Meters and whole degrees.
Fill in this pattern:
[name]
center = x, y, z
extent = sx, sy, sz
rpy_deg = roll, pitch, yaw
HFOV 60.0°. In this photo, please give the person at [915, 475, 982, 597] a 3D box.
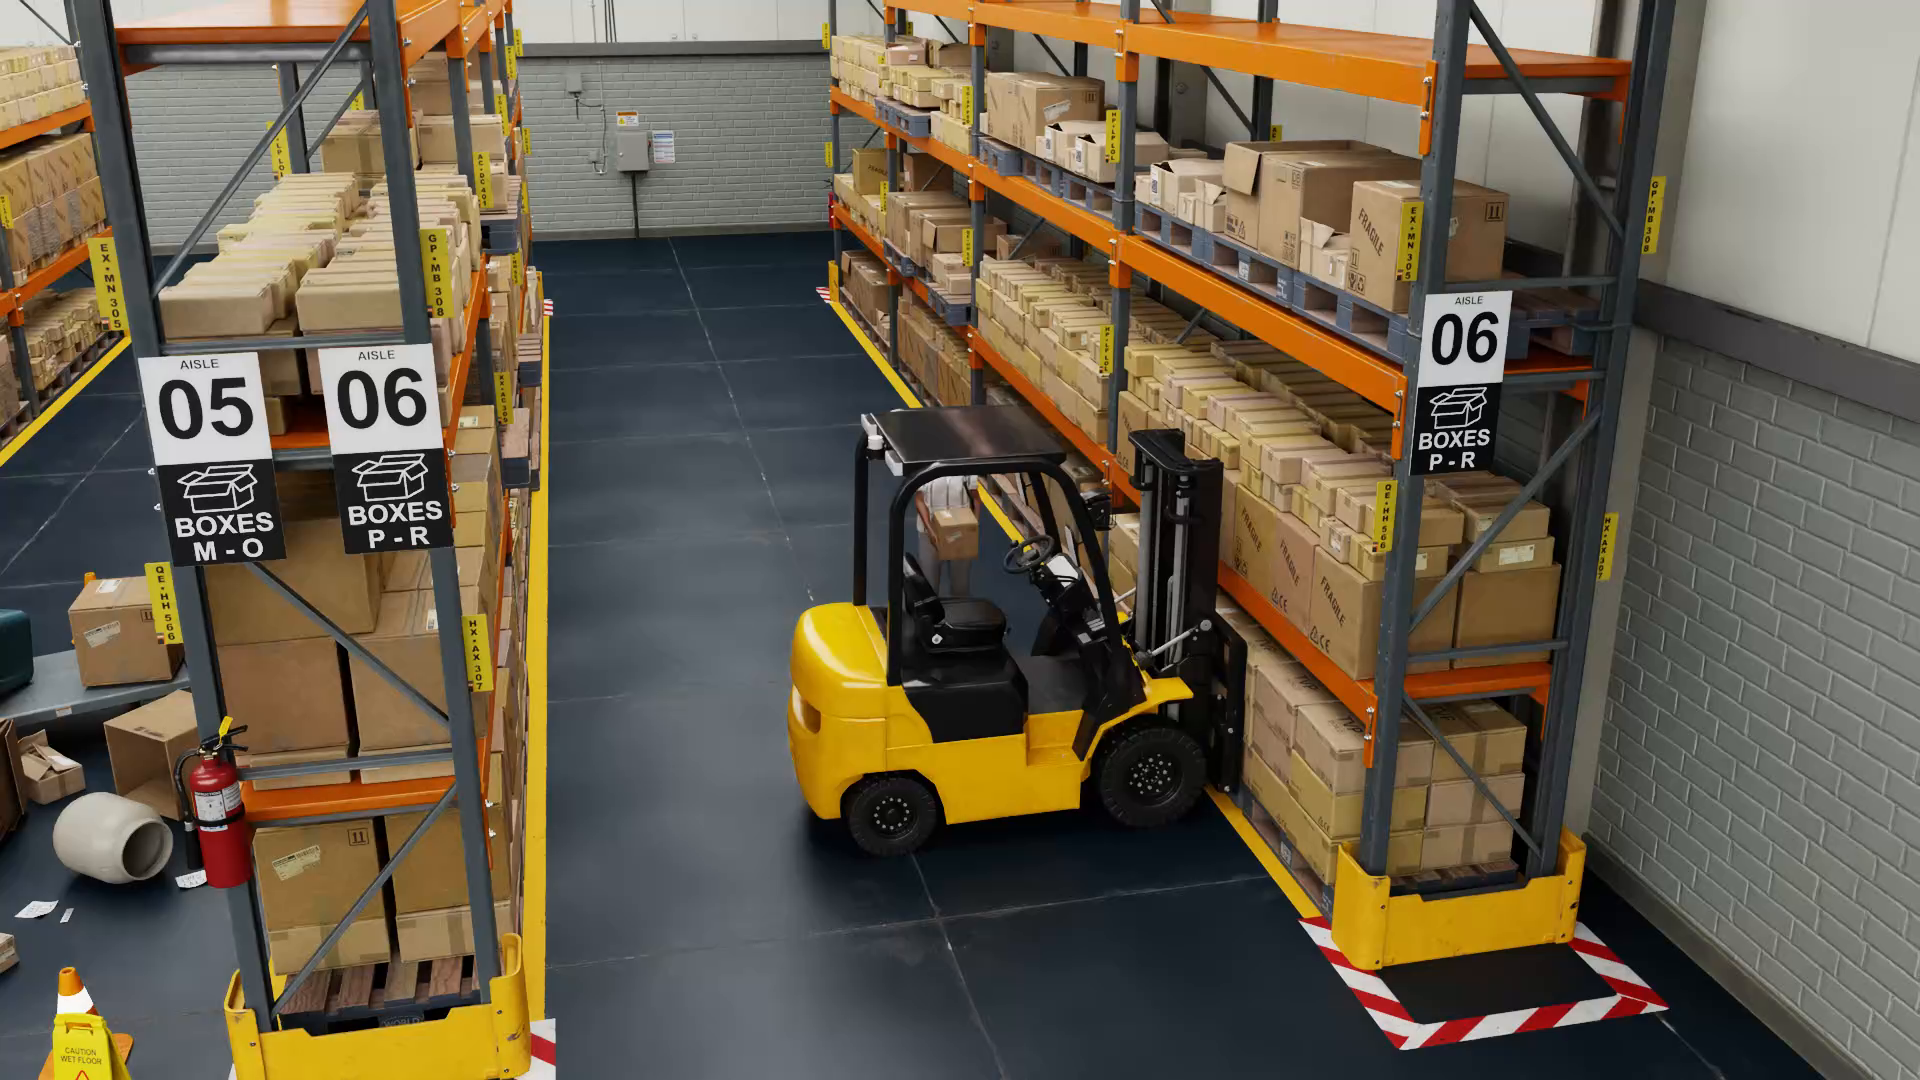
[person]
center = -0.079, -0.035, 11.108
extent = 0.471, 1.702, 0.522
rpy_deg = -5, 20, -13
